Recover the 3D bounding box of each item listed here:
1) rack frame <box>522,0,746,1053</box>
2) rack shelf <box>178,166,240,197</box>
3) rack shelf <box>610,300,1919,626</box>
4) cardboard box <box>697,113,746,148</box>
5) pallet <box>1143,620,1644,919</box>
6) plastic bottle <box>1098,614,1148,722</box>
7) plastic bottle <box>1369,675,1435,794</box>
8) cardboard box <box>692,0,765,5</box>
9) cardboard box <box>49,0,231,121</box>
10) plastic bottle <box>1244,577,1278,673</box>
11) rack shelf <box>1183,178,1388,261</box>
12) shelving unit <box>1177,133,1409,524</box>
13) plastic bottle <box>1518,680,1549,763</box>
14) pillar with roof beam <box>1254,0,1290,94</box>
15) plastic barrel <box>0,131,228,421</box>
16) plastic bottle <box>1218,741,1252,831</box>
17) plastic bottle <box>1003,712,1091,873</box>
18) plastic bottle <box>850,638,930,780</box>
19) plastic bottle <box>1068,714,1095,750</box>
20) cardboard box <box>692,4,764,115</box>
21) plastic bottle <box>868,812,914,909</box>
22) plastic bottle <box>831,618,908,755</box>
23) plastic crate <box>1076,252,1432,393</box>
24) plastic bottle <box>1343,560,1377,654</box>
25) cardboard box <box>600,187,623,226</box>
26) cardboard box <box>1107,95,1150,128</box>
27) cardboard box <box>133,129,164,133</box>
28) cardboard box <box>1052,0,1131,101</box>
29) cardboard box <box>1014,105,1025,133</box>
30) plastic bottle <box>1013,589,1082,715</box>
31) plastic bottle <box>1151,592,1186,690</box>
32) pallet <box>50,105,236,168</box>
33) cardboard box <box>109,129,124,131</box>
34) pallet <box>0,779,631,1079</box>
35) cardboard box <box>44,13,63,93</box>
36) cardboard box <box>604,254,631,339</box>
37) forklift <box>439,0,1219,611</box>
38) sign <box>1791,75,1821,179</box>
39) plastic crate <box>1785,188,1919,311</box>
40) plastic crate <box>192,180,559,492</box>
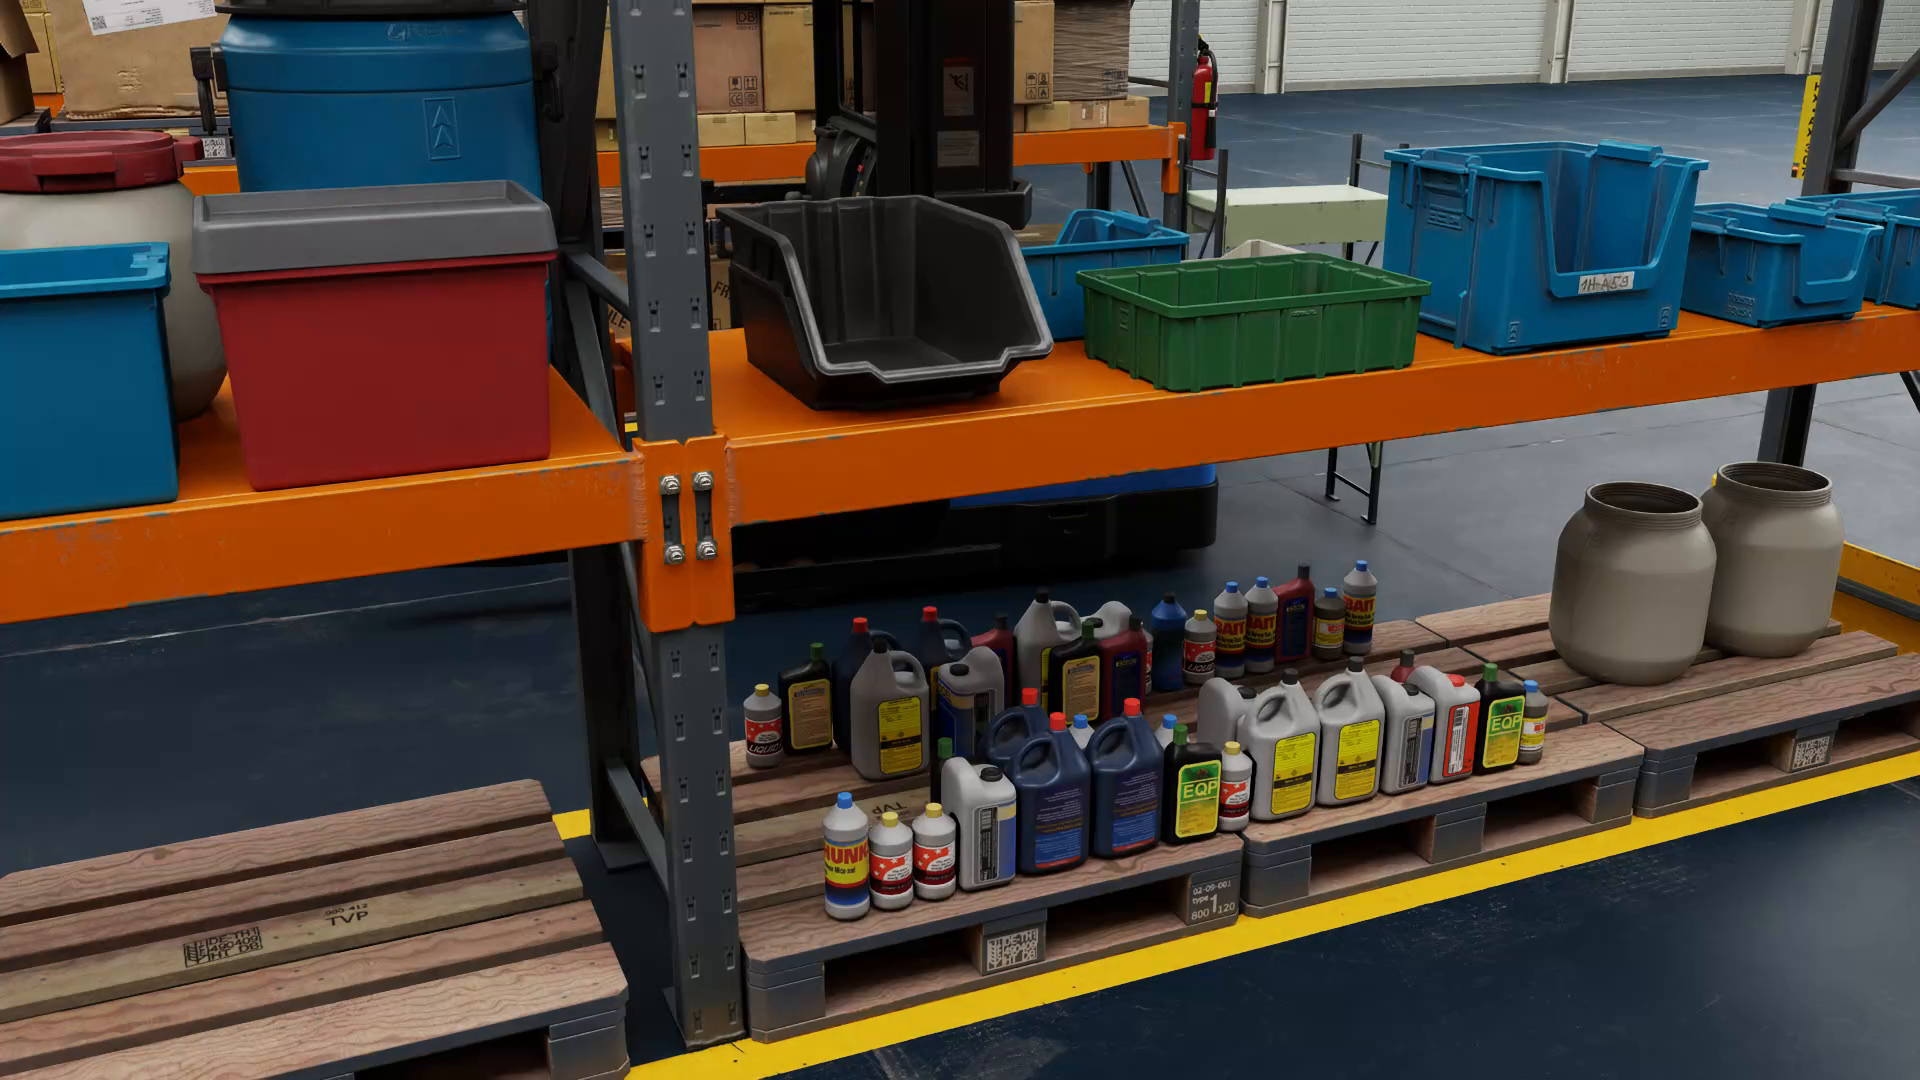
[{"bbox_3d":[-0.710,-0.504,3.436,0.127,3.000,1.000,-8,21,-22],"label":"rack frame"},{"bbox_3d":[-4.508,-1.412,7.098,4.000,0.370,1.077,-8,21,-22],"label":"rack shelf"},{"bbox_3d":[1.127,-0.428,4.303,4.000,0.370,1.077,-8,21,-22],"label":"rack shelf"},{"bbox_3d":[-1.217,-2.004,8.076,0.250,0.149,0.380,-8,21,-22],"label":"cardboard box"},{"bbox_3d":[1.045,0.574,4.574,1.213,0.211,1.003,-8,21,-22],"label":"pallet"},{"bbox_3d":[0.434,0.342,4.462,0.133,0.283,0.061,-8,21,-22],"label":"plastic bottle"},{"bbox_3d":[1.081,0.466,4.122,0.135,0.276,0.152,-9,21,-23],"label":"plastic bottle"},{"bbox_3d":[-1.240,-2.787,7.816,0.500,0.500,0.500,-8,21,-22],"label":"cardboard box"},{"bbox_3d":[-3.457,-2.433,7.381,1.000,1.000,1.000,-8,21,-22],"label":"cardboard box"},{"bbox_3d":[0.860,0.238,4.775,0.097,0.271,0.097,0,19,0],"label":"plastic bottle"},{"bbox_3d":[1.263,-1.172,6.418,0.720,0.370,0.431,-5,20,-14],"label":"rack shelf"},{"bbox_3d":[1.263,-0.804,6.548,0.755,1.500,0.431,-5,20,-14],"label":"shelving unit"},{"bbox_3d":[1.450,0.458,4.256,0.097,0.201,0.097,0,19,0],"label":"plastic bottle"},{"bbox_3d":[6.834,-10.354,22.380,0.400,9.000,9.100,-8,21,-22],"label":"pillar with roof beam"},{"bbox_3d":[-1.675,-0.509,3.246,0.433,0.535,0.433,0,19,0],"label":"plastic barrel"},{"bbox_3d":[0.638,0.574,3.926,0.097,0.201,0.097,0,19,0],"label":"plastic bottle"},{"bbox_3d":[0.196,0.559,3.745,0.185,0.351,0.144,-8,21,-20],"label":"plastic bottle"},{"bbox_3d":[-0.176,0.410,4.168,0.185,0.351,0.144,-8,21,-22],"label":"plastic bottle"},{"bbox_3d":[0.281,0.540,3.917,0.097,0.271,0.097,0,19,0],"label":"plastic bottle"},{"bbox_3d":[-1.342,-2.393,8.205,0.500,0.500,0.875,-8,21,-22],"label":"cardboard box"},{"bbox_3d":[-0.150,0.687,3.605,0.097,0.201,0.097,0,19,0],"label":"plastic bottle"},{"bbox_3d":[-0.233,0.366,4.293,0.185,0.351,0.144,-9,21,-23],"label":"plastic bottle"},{"bbox_3d":[0.648,-0.496,3.734,0.662,0.188,0.450,-8,21,-22],"label":"plastic crate"},{"bbox_3d":[1.175,0.193,4.903,0.097,0.271,0.097,0,19,0],"label":"plastic bottle"},{"bbox_3d":[-3.112,-2.917,12.857,0.875,0.875,0.875,-8,21,-22],"label":"cardboard box"},{"bbox_3d":[0.821,-2.321,8.977,0.250,0.149,0.380,-8,21,-22],"label":"cardboard box"},{"bbox_3d":[-5.965,-2.442,11.696,0.750,0.750,1.050,-8,21,-22],"label":"cardboard box"},{"bbox_3d":[0.485,-2.664,8.973,0.500,0.500,0.875,-8,21,-22],"label":"cardboard box"},{"bbox_3d":[0.147,-2.212,8.666,0.250,0.149,0.380,-8,21,-22],"label":"cardboard box"},{"bbox_3d":[0.240,0.298,4.486,0.185,0.351,0.144,-8,21,-22],"label":"plastic bottle"},{"bbox_3d":[0.582,0.278,4.662,0.097,0.271,0.097,0,19,0],"label":"plastic bottle"},{"bbox_3d":[-3.431,-1.867,7.598,1.213,0.211,1.003,-8,21,-22],"label":"pallet"},{"bbox_3d":[-8.374,-3.737,15.945,0.625,0.372,0.950,-7,21,-20],"label":"cardboard box"},{"bbox_3d":[-1.416,0.927,3.572,1.213,0.211,1.003,-8,21,-22],"label":"pallet"},{"bbox_3d":[-5.845,-3.304,11.239,0.500,0.500,0.500,-8,21,-21],"label":"cardboard box"},{"bbox_3d":[-1.766,-1.151,8.407,0.500,0.500,0.500,-2,19,-5],"label":"cardboard box"},{"bbox_3d":[-0.606,-1.327,5.879,3.031,2.935,1.130,-5,20,-14],"label":"forklift"},{"bbox_3d":[2.749,-1.329,5.363,0.005,0.325,0.100,-8,21,-22],"label":"sign"},{"bbox_3d":[2.622,-0.803,4.509,0.616,0.251,0.499,-8,21,-22],"label":"plastic crate"},{"bbox_3d":[-1.033,-0.377,2.980,0.583,0.464,0.402,-8,21,-22],"label":"plastic crate"}]
